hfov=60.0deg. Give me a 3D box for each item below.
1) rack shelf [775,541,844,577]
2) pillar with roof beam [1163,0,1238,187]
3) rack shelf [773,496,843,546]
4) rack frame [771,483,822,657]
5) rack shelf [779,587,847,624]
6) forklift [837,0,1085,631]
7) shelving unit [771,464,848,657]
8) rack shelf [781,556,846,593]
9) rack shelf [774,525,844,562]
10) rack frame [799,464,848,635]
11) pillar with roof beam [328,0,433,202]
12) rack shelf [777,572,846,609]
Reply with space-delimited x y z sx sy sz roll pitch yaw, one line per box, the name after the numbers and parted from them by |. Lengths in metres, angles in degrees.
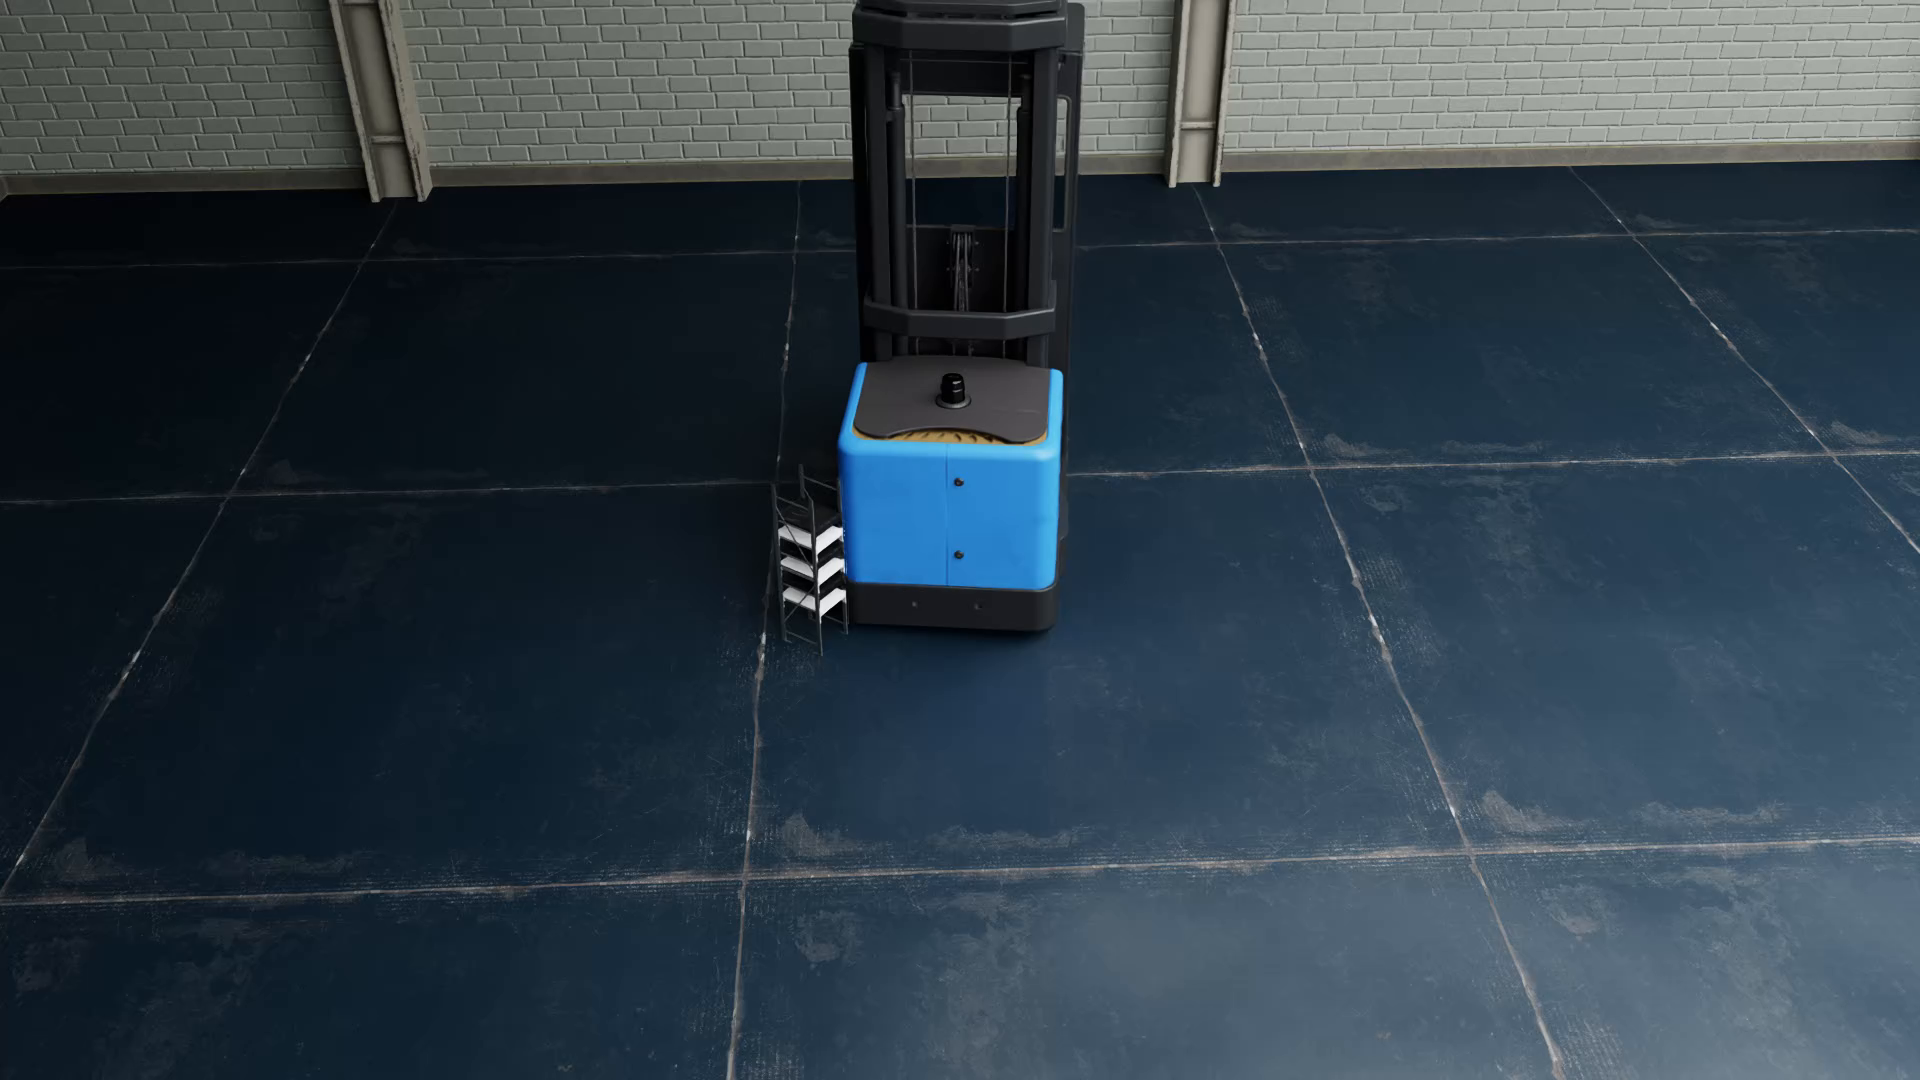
-0.705 0.057 7.813 0.258 0.077 0.200 21 40 27 | rack shelf
1.983 -4.035 6.709 0.400 9.000 9.100 -2 35 -2 | pillar with roof beam
-0.705 -0.091 7.711 0.258 0.077 0.200 21 40 27 | rack shelf
-0.762 0.152 7.776 0.240 0.900 0.006 21 40 27 | rack frame
-0.705 0.279 7.967 0.258 0.077 0.200 21 40 27 | rack shelf
0.045 -1.582 8.497 1.130 2.935 3.031 2 35 3 | forklift
-0.705 0.104 7.846 0.258 0.900 0.210 21 40 27 | shelving unit
-0.705 0.131 7.865 0.258 0.077 0.200 21 40 27 | rack shelf
-0.705 -0.017 7.762 0.258 0.077 0.200 21 40 27 | rack shelf
-0.648 0.056 7.915 0.240 0.900 0.006 21 40 27 | rack frame
-4.010 -3.873 6.475 0.400 9.000 9.100 -2 35 -2 | pillar with roof beam
-0.705 0.205 7.916 0.258 0.077 0.200 21 40 27 | rack shelf
